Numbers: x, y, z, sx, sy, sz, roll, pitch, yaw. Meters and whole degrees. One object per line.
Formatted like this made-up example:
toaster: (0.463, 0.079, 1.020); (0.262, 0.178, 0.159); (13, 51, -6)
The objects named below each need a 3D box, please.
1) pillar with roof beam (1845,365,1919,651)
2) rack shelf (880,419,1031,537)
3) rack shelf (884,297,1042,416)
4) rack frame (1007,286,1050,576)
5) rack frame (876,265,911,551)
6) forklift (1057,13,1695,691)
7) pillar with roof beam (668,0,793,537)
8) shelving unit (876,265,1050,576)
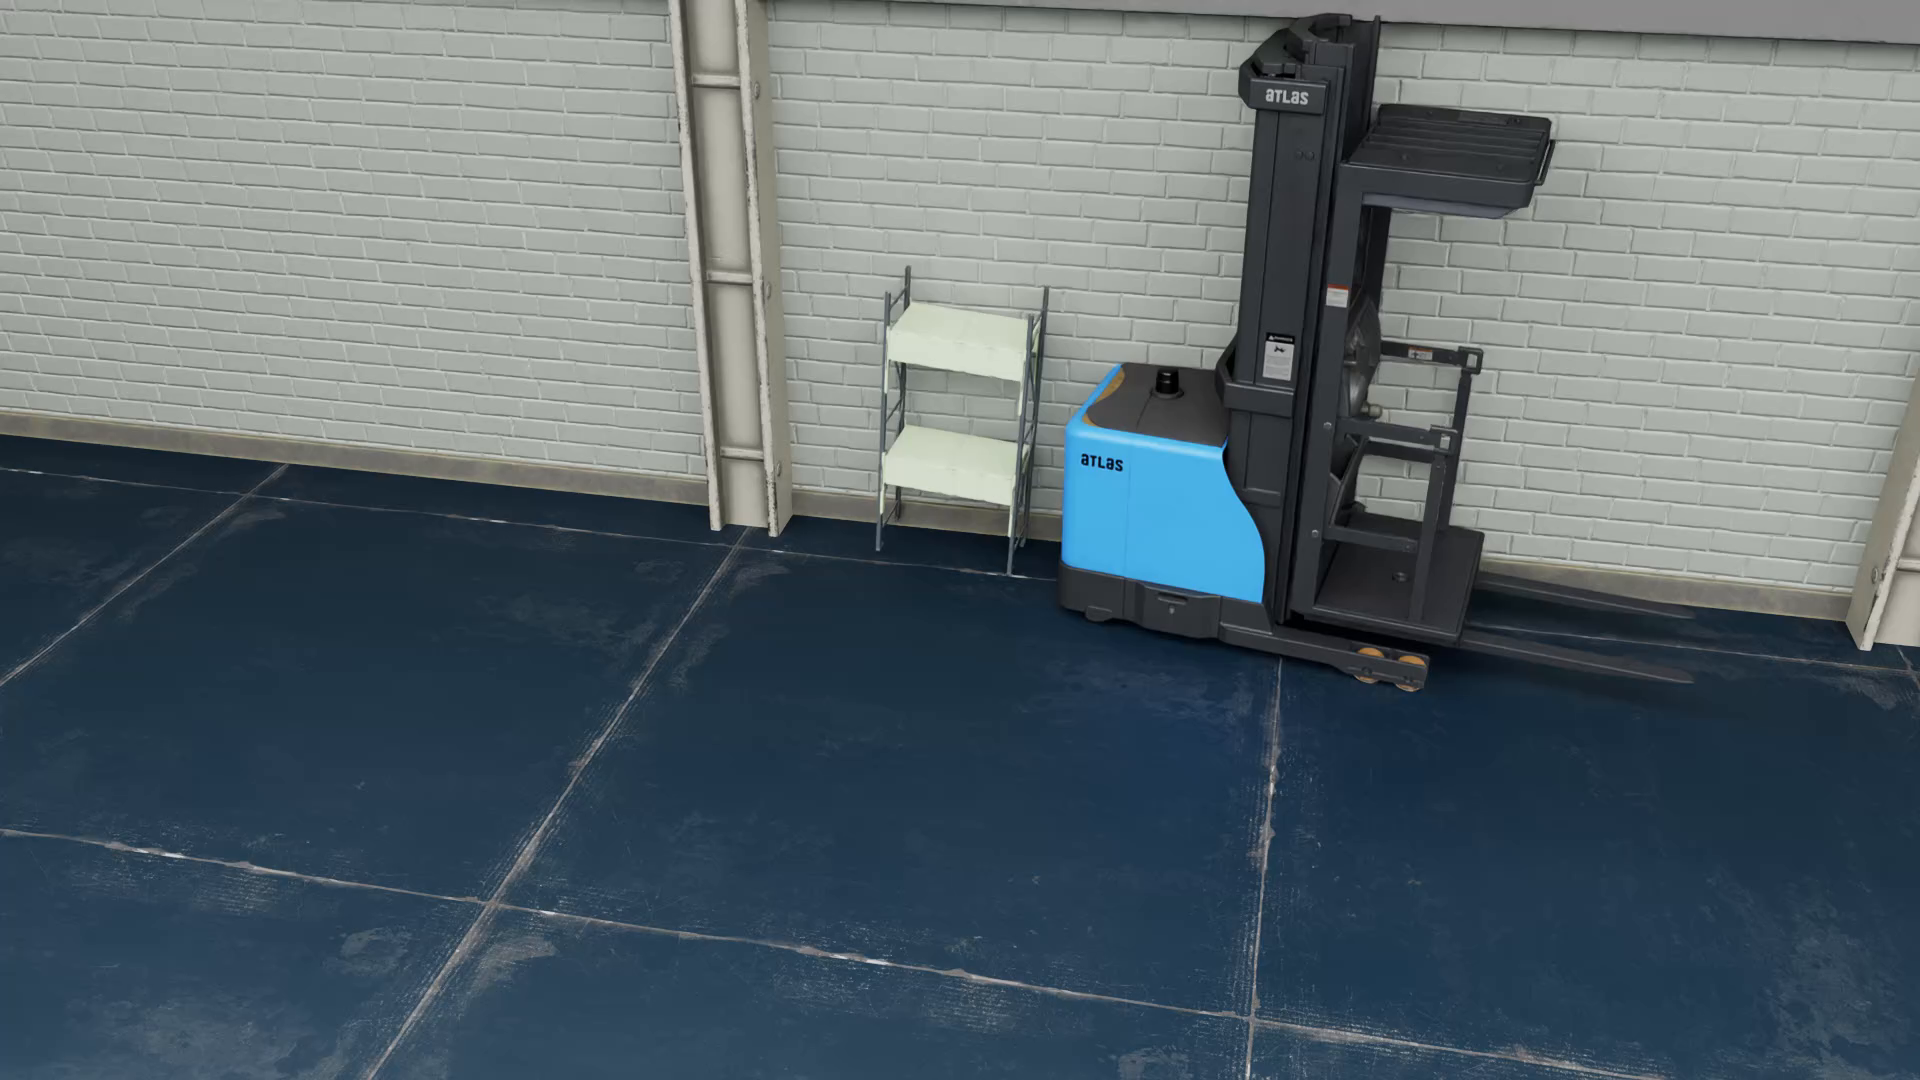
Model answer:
pillar with roof beam: (3.791, -1.434, 2.499); (0.400, 9.000, 9.100); (6, 29, 11)
rack shelf: (-0.020, -0.336, 8.909); (0.720, 0.370, 0.431); (10, 32, 11)
rack shelf: (0.021, -0.949, 8.541); (0.720, 0.370, 0.431); (10, 32, 11)
rack frame: (0.353, -0.551, 8.673); (0.023, 1.500, 0.400); (10, 32, 11)
rack frame: (-0.355, -0.679, 8.810); (0.023, 1.500, 0.400); (10, 32, 11)
forklift: (2.068, -0.855, 7.759); (3.031, 2.935, 1.130); (11, 30, 19)
pillar with roof beam: (-2.077, -2.036, 3.598); (0.400, 9.000, 9.100); (6, 29, 11)
shelving unit: (-0.001, -0.615, 8.741); (0.755, 1.500, 0.431); (10, 32, 11)
